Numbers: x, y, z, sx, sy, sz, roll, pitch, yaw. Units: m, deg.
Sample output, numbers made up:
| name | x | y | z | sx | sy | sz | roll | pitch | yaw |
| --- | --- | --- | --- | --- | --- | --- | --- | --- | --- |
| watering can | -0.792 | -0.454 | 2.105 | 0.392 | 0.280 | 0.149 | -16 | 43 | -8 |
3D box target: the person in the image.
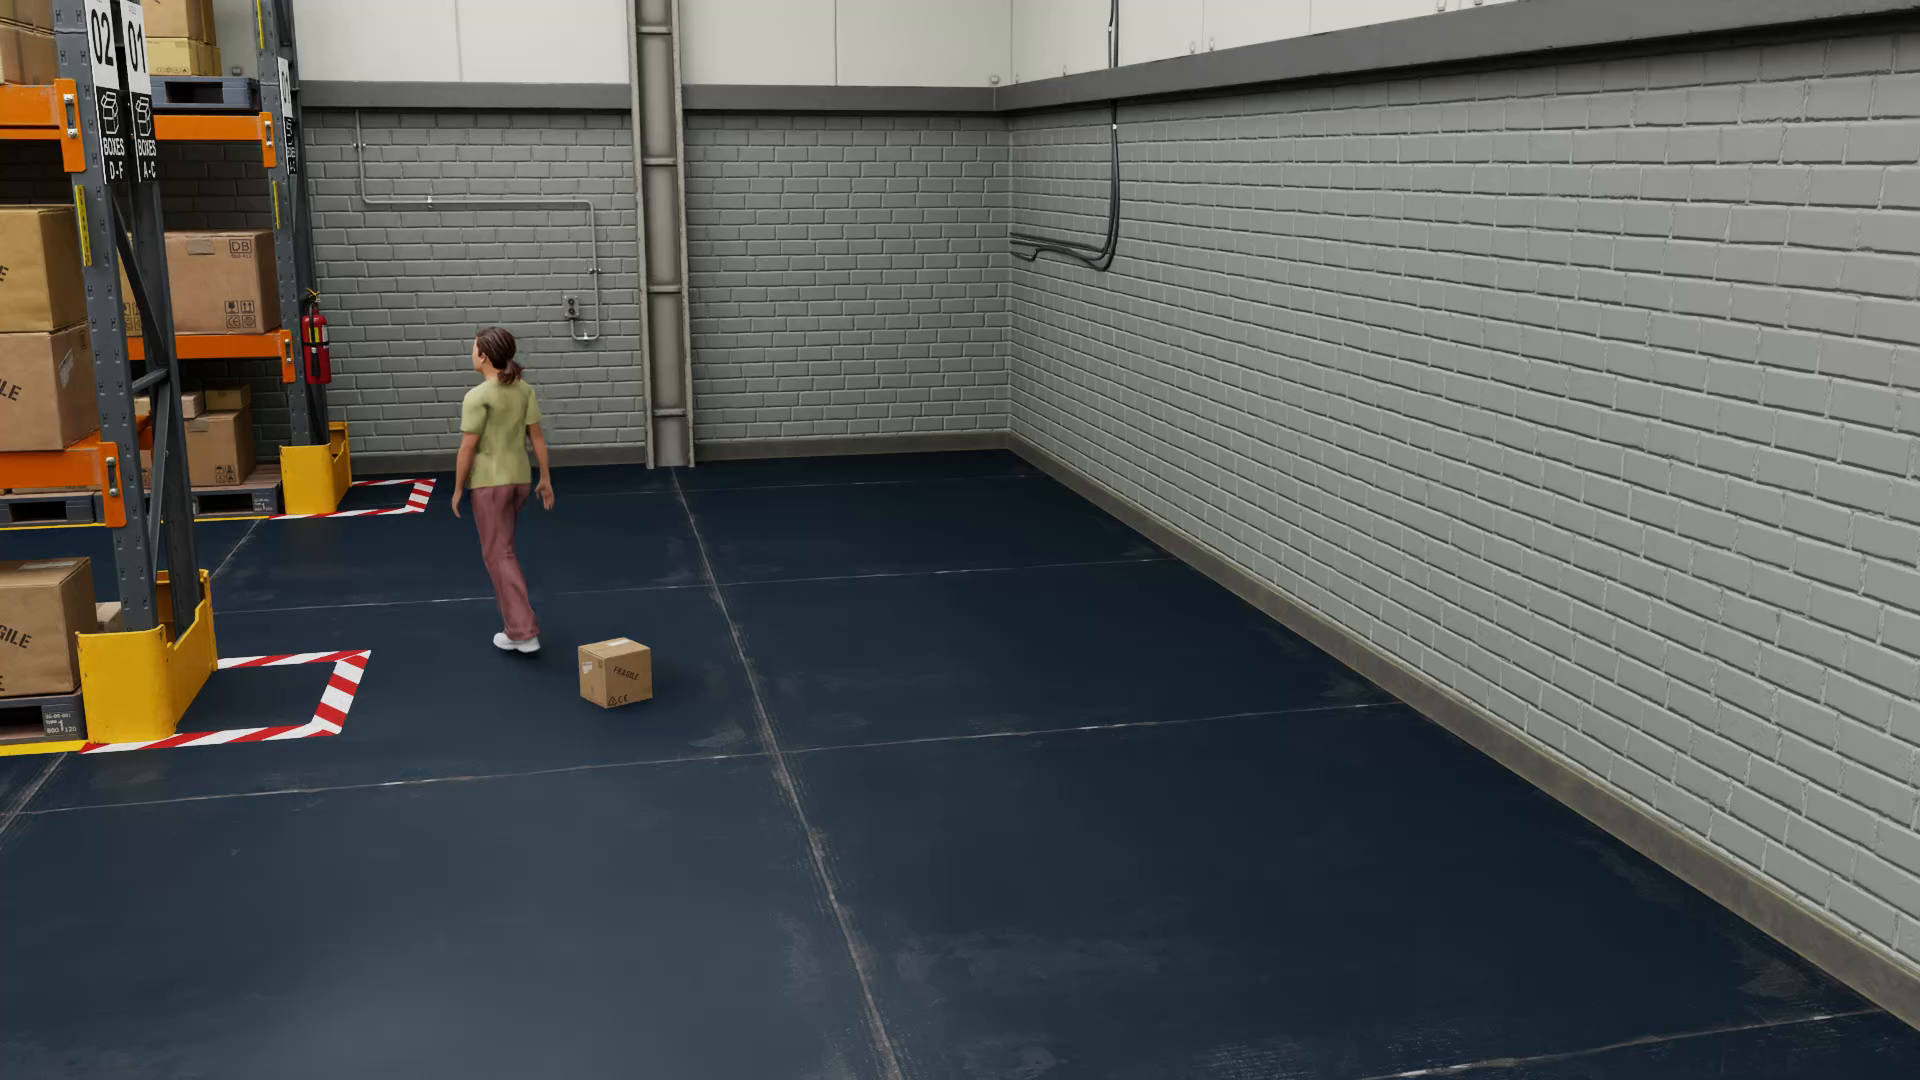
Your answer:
| name | x | y | z | sx | sy | sz | roll | pitch | yaw |
| --- | --- | --- | --- | --- | --- | --- | --- | --- | --- |
| person | -2.369 | -0.236 | 8.513 | 0.506 | 1.711 | 0.485 | 7 | 15 | 28 |
